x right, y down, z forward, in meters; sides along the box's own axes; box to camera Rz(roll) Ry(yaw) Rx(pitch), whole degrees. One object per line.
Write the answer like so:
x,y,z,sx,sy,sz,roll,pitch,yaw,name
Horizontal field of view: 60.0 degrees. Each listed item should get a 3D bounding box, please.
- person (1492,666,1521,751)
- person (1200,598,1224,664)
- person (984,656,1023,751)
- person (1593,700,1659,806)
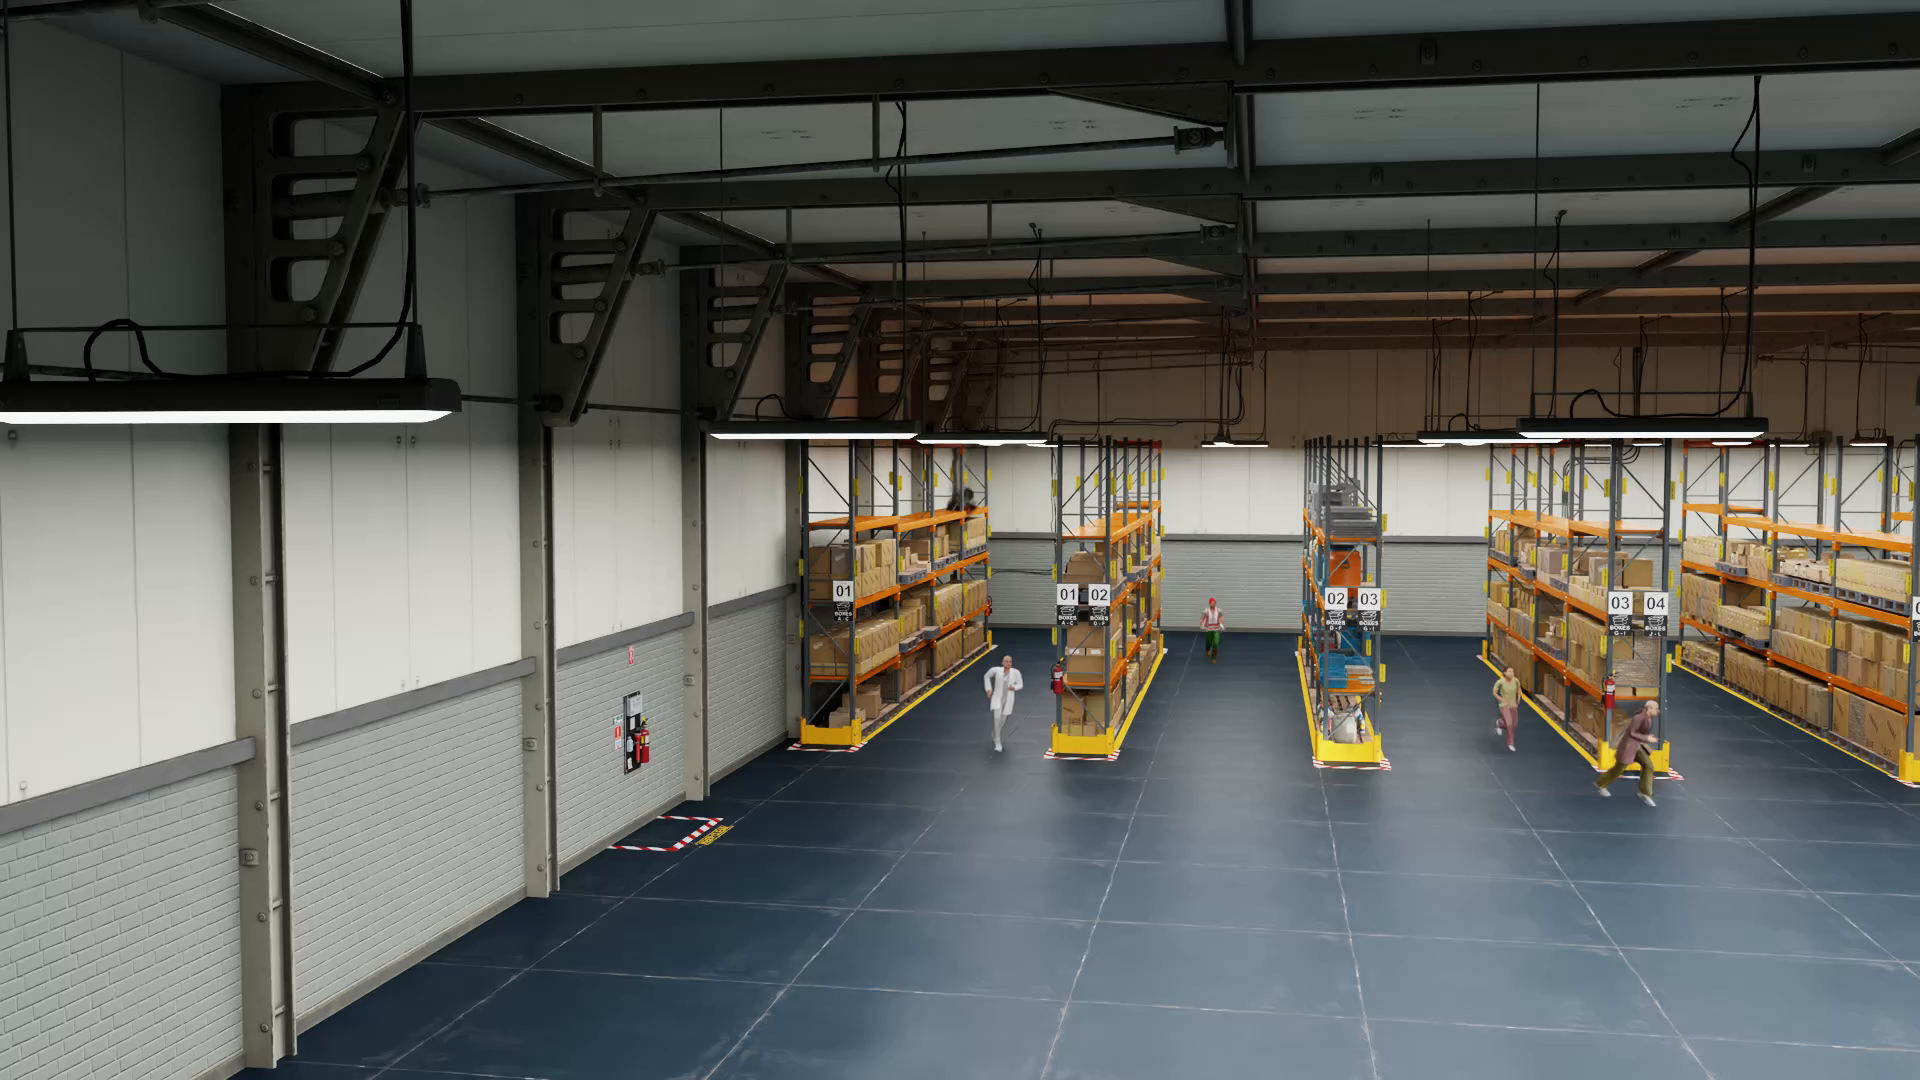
10.492,3.204,31.945,0.612,1.630,0.666,-1,3,-10,person
6.813,2.428,44.900,0.653,1.751,0.802,0,3,1,person
0.841,3.136,32.033,0.723,1.843,0.930,0,3,-9,person
10.855,3.440,27.073,1.060,1.746,0.754,3,4,41,person
